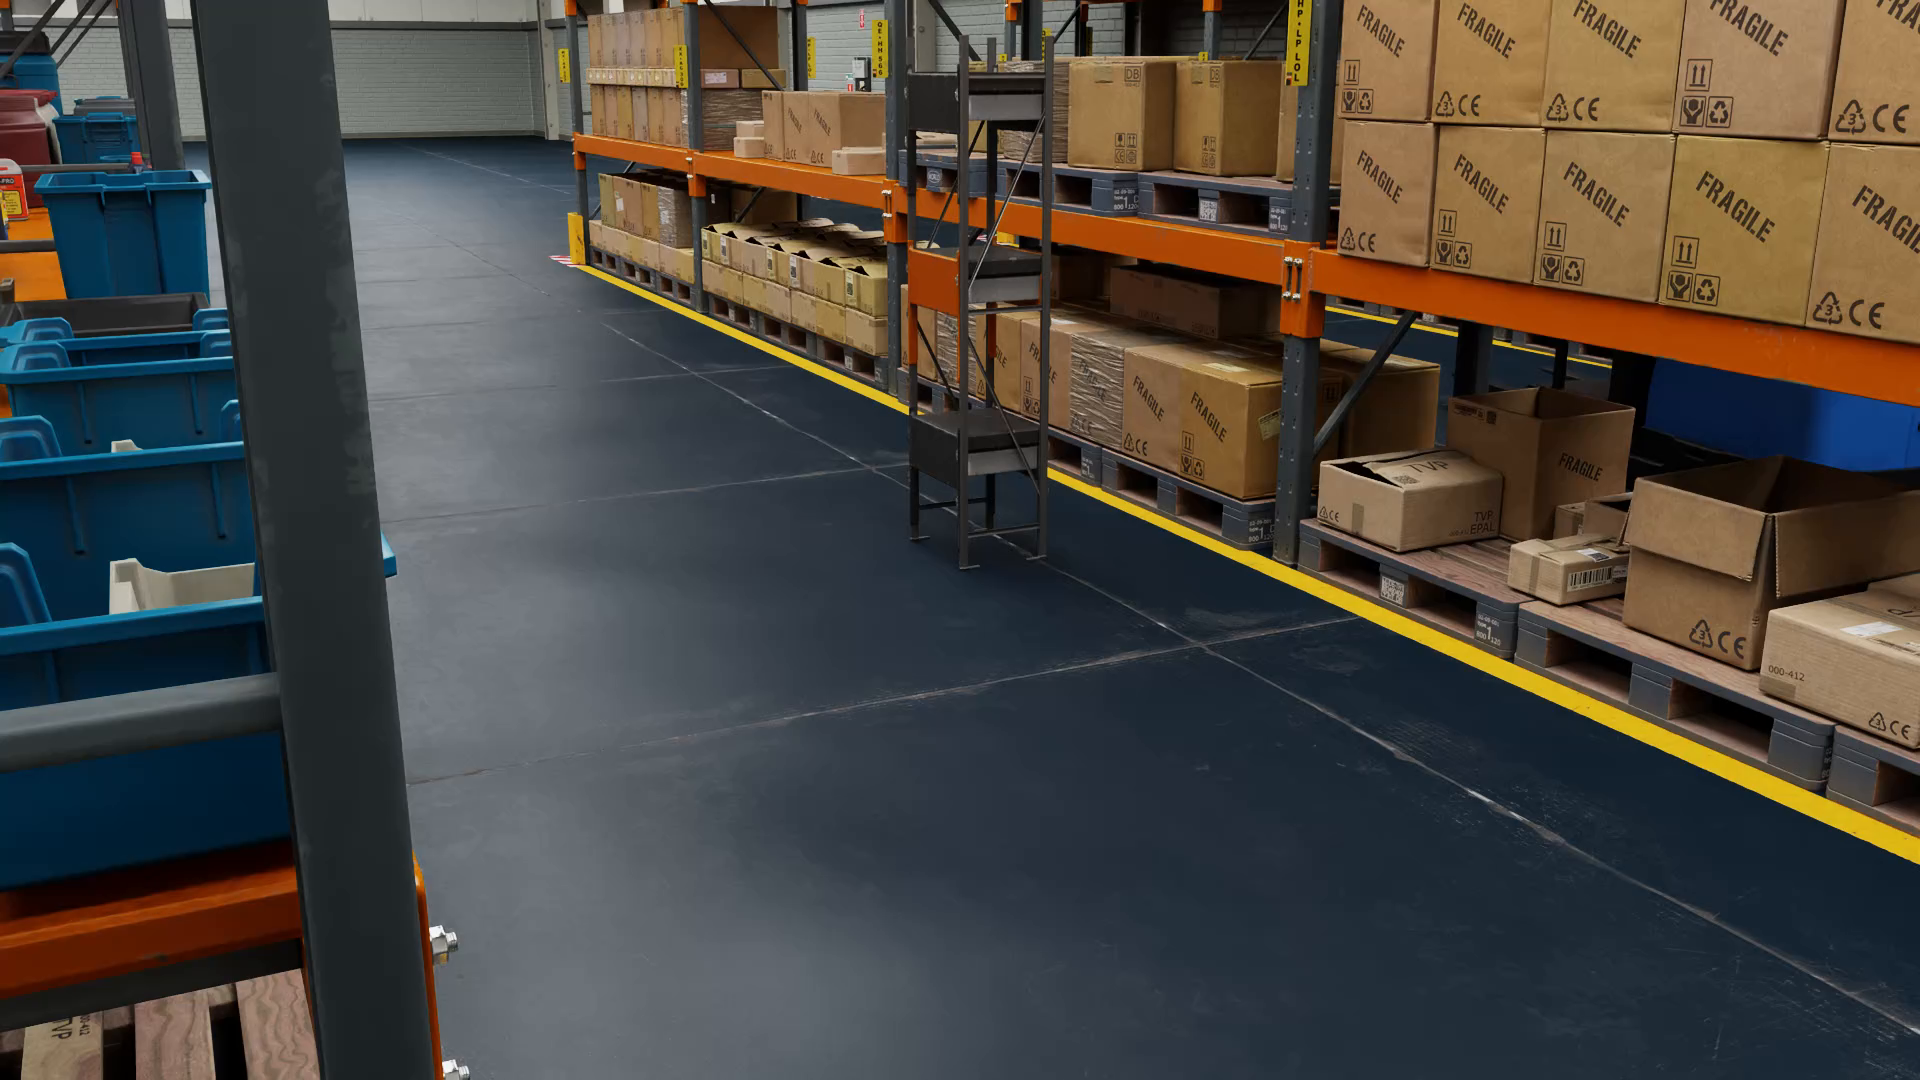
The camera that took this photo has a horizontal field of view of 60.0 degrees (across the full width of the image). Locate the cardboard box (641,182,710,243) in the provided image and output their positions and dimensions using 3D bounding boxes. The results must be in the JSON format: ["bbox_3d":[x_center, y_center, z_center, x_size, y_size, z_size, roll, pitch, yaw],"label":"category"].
[{"bbox_3d":[-2.554,-2.965,15.008,0.500,0.500,0.500,-8,18,-25],"label":"cardboard box"}]

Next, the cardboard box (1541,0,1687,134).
[{"bbox_3d":[2.186,-1.525,5.134,0.500,0.500,0.500,-8,18,-27],"label":"cardboard box"}]

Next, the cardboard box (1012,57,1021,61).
[{"bbox_3d":[0.914,-5.121,18.535,0.500,0.500,0.500,-8,18,-25],"label":"cardboard box"}]

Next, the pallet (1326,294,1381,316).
[{"bbox_3d":[3.609,-2.150,14.360,1.003,0.211,1.213,-8,18,-25],"label":"pallet"}]

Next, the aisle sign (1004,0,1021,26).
[{"bbox_3d":[0.674,-6.209,18.736,0.394,0.787,0.004,-8,18,-25],"label":"aisle sign"}]

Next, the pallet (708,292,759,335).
[{"bbox_3d":[-1.366,-1.868,13.378,1.003,0.211,1.213,-8,18,-25],"label":"pallet"}]

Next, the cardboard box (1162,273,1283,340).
[{"bbox_3d":[1.350,-1.171,8.267,0.500,0.250,0.500,-8,18,-25],"label":"cardboard box"}]

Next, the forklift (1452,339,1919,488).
[{"bbox_3d":[3.671,-1.816,8.266,1.130,2.935,3.031,-5,17,-15],"label":"forklift"}]

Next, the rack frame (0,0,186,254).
[{"bbox_3d":[-2.673,-0.805,4.619,1.000,3.000,0.127,-8,18,-25],"label":"rack frame"}]

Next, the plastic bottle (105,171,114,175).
[{"bbox_3d":[-3.413,-1.346,6.713,0.061,0.283,0.133,-8,18,-25],"label":"plastic bottle"}]

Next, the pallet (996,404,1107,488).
[{"bbox_3d":[0.852,-0.563,8.828,1.003,0.211,1.213,-8,18,-25],"label":"pallet"}]

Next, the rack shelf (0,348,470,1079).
[{"bbox_3d":[-1.797,0.036,2.990,1.077,0.370,4.000,-8,18,-25],"label":"rack shelf"}]

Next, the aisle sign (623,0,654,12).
[{"bbox_3d":[-3.241,-5.680,16.892,0.394,0.787,0.004,-8,18,-25],"label":"aisle sign"}]

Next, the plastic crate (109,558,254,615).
[{"bbox_3d":[-0.799,0.094,1.855,0.250,0.136,0.298,-8,18,-25],"label":"plastic crate"}]

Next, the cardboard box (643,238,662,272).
[{"bbox_3d":[-2.566,-2.603,15.106,0.500,0.250,0.500,-8,18,-25],"label":"cardboard box"}]

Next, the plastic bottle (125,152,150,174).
[{"bbox_3d":[-3.332,-1.397,6.769,0.144,0.351,0.185,-8,18,-25],"label":"plastic bottle"}]

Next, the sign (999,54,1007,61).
[{"bbox_3d":[0.488,-5.328,18.811,0.100,0.325,0.005,-8,18,-25],"label":"sign"}]

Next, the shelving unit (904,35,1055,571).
[{"bbox_3d":[0.072,-0.968,6.818,0.431,2.100,0.503,-8,18,-25],"label":"shelving unit"}]

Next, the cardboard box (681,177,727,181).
[{"bbox_3d":[-2.304,-3.152,15.659,0.500,0.500,0.500,-8,18,-25],"label":"cardboard box"}]

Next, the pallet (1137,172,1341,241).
[{"bbox_3d":[1.529,-1.522,7.464,1.003,0.211,1.213,-8,18,-25],"label":"pallet"}]

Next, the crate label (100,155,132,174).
[{"bbox_3d":[-4.273,-1.866,8.620,0.303,0.233,0.416,-8,18,-25],"label":"crate label"}]

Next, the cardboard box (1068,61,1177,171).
[{"bbox_3d":[0.952,-2.083,8.130,0.700,0.500,0.500,-13,21,-39],"label":"cardboard box"}]

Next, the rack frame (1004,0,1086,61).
[{"bbox_3d":[0.975,-4.978,19.159,1.000,3.000,0.127,-8,18,-25],"label":"rack frame"}]

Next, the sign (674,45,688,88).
[{"bbox_3d":[-2.222,-3.773,13.248,0.100,0.325,0.005,-8,18,-25],"label":"sign"}]

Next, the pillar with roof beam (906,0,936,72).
[{"bbox_3d":[-4.439,-8.760,21.463,9.100,9.000,0.400,-8,18,-25],"label":"pillar with roof beam"}]

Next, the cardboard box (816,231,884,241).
[{"bbox_3d":[-0.838,-2.218,12.749,0.500,0.311,0.500,-8,18,-25],"label":"cardboard box"}]

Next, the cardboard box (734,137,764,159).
[{"bbox_3d":[-1.519,-3.021,12.797,0.380,0.149,0.250,-8,18,-25],"label":"cardboard box"}]

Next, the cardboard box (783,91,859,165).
[{"bbox_3d":[-0.952,-2.987,12.042,0.500,0.500,0.500,-8,18,-25],"label":"cardboard box"}]

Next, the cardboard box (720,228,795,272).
[{"bbox_3d":[-1.552,-2.279,12.961,0.500,0.311,0.500,-8,18,-26],"label":"cardboard box"}]

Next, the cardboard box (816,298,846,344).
[{"bbox_3d":[-0.650,-1.503,11.275,0.500,0.250,0.500,-8,18,-26],"label":"cardboard box"}]

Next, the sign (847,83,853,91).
[{"bbox_3d":[-1.767,-7.181,26.770,0.001,0.329,0.234,-8,18,-25],"label":"sign"}]

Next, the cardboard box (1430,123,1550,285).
[{"bbox_3d":[1.987,-1.165,5.691,0.500,0.500,0.500,-7,18,-24],"label":"cardboard box"}]

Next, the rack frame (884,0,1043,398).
[{"bbox_3d":[0.029,-2.395,10.157,1.000,3.000,0.127,-8,18,-25],"label":"rack frame"}]

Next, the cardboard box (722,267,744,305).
[{"bbox_3d":[-1.547,-2.010,13.040,0.500,0.250,0.500,-7,18,-24],"label":"cardboard box"}]

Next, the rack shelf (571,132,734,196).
[{"bbox_3d":[-2.600,-3.537,15.441,1.077,0.370,4.000,-8,18,-25],"label":"rack shelf"}]

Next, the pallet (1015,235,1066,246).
[{"bbox_3d":[1.333,-3.413,18.761,1.003,0.211,1.213,-8,18,-25],"label":"pallet"}]

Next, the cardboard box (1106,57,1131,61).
[{"bbox_3d":[1.808,-4.613,16.764,0.500,0.500,0.500,-8,18,-26],"label":"cardboard box"}]

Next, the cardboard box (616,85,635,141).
[{"bbox_3d":[-2.836,-4.056,15.764,0.700,0.500,0.500,-8,18,-25],"label":"cardboard box"}]

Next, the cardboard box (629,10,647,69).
[{"bbox_3d":[-2.583,-4.541,15.103,0.700,0.500,0.500,-8,18,-25],"label":"cardboard box"}]

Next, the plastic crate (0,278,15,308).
[{"bbox_3d":[-2.598,-0.575,4.184,0.396,0.136,0.243,-8,18,-25],"label":"plastic crate"}]

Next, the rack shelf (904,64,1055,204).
[{"bbox_3d":[0.072,-1.628,6.629,0.431,0.518,0.480,-8,18,-25],"label":"rack shelf"}]

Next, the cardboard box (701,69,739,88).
[{"bbox_3d":[-2.035,-3.788,13.655,0.380,0.149,0.250,-8,18,-25],"label":"cardboard box"}]

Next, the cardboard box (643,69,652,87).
[{"bbox_3d":[-2.590,-4.103,14.753,0.380,0.149,0.250,-7,17,-23],"label":"cardboard box"}]

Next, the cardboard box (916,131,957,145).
[{"bbox_3d":[-0.091,-2.447,10.502,0.500,0.311,0.500,-6,17,-21],"label":"cardboard box"}]

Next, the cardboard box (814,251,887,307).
[{"bbox_3d":[-0.656,-1.773,11.197,0.500,0.311,0.500,-8,18,-26],"label":"cardboard box"}]

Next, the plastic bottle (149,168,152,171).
[{"bbox_3d":[-3.364,-1.409,6.934,0.061,0.283,0.133,-8,18,-25],"label":"plastic bottle"}]

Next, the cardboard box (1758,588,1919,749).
[{"bbox_3d":[2.685,0.355,4.763,0.500,0.250,0.500,-8,18,-25],"label":"cardboard box"}]

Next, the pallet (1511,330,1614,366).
[{"bbox_3d":[4.758,-1.449,11.918,1.003,0.211,1.213,-8,18,-25],"label":"pallet"}]

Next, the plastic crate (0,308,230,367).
[{"bbox_3d":[-1.441,-0.264,2.926,0.416,0.233,0.300,-8,18,-25],"label":"plastic crate"}]

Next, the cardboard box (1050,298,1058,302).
[{"bbox_3d":[0.649,-1.201,9.732,0.500,0.500,0.500,-7,17,-23],"label":"cardboard box"}]

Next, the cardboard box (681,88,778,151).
[{"bbox_3d":[-1.924,-3.544,13.981,0.700,0.500,0.500,-8,18,-26],"label":"cardboard box"}]

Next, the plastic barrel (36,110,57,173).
[{"bbox_3d":[-5.068,-2.080,8.858,0.421,0.512,0.421,0,16,0],"label":"plastic barrel"}]

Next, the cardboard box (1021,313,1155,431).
[{"bbox_3d":[0.654,-0.874,8.594,0.500,0.500,0.500,-8,18,-27],"label":"cardboard box"}]

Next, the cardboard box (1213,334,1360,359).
[{"bbox_3d":[1.545,-0.693,7.962,0.500,0.500,0.500,-7,18,-24],"label":"cardboard box"}]

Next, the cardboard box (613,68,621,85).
[{"bbox_3d":[-3.044,-4.359,15.646,0.380,0.149,0.250,-8,18,-27],"label":"cardboard box"}]

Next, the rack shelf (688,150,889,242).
[{"bbox_3d":[-0.847,-2.545,11.985,1.077,0.370,4.000,-8,18,-25],"label":"rack shelf"}]

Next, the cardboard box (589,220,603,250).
[{"bbox_3d":[-3.441,-3.099,16.834,0.500,0.250,0.500,-8,18,-25],"label":"cardboard box"}]

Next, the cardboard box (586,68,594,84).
[{"bbox_3d":[-3.498,-4.615,16.537,0.380,0.149,0.250,-8,18,-25],"label":"cardboard box"}]

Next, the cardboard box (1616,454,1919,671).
[{"bbox_3d":[2.609,0.051,5.364,0.797,0.503,0.637,-8,18,-25],"label":"cardboard box"}]
